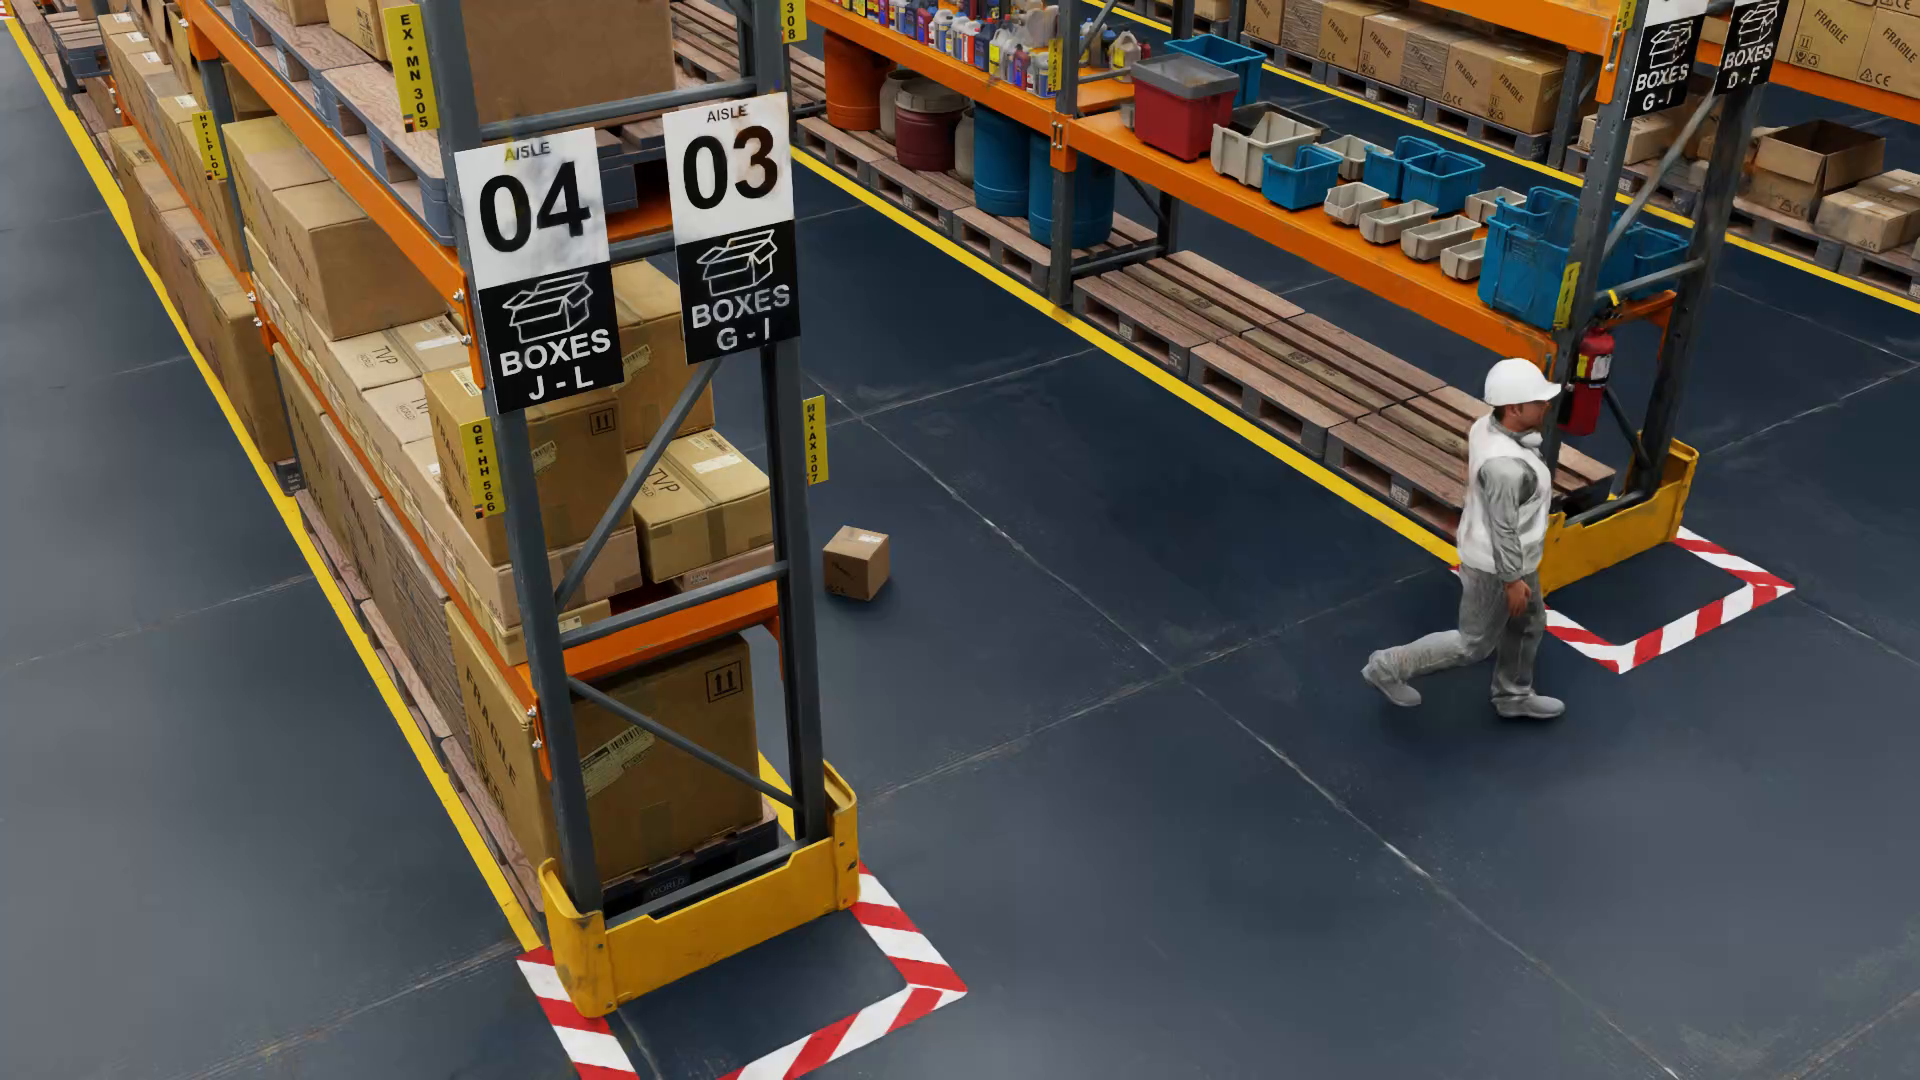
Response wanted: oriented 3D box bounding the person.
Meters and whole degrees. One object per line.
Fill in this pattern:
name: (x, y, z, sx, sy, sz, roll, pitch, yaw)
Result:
person: (2.253, 0.047, 7.036, 0.907, 1.739, 0.549, 8, 33, 12)
